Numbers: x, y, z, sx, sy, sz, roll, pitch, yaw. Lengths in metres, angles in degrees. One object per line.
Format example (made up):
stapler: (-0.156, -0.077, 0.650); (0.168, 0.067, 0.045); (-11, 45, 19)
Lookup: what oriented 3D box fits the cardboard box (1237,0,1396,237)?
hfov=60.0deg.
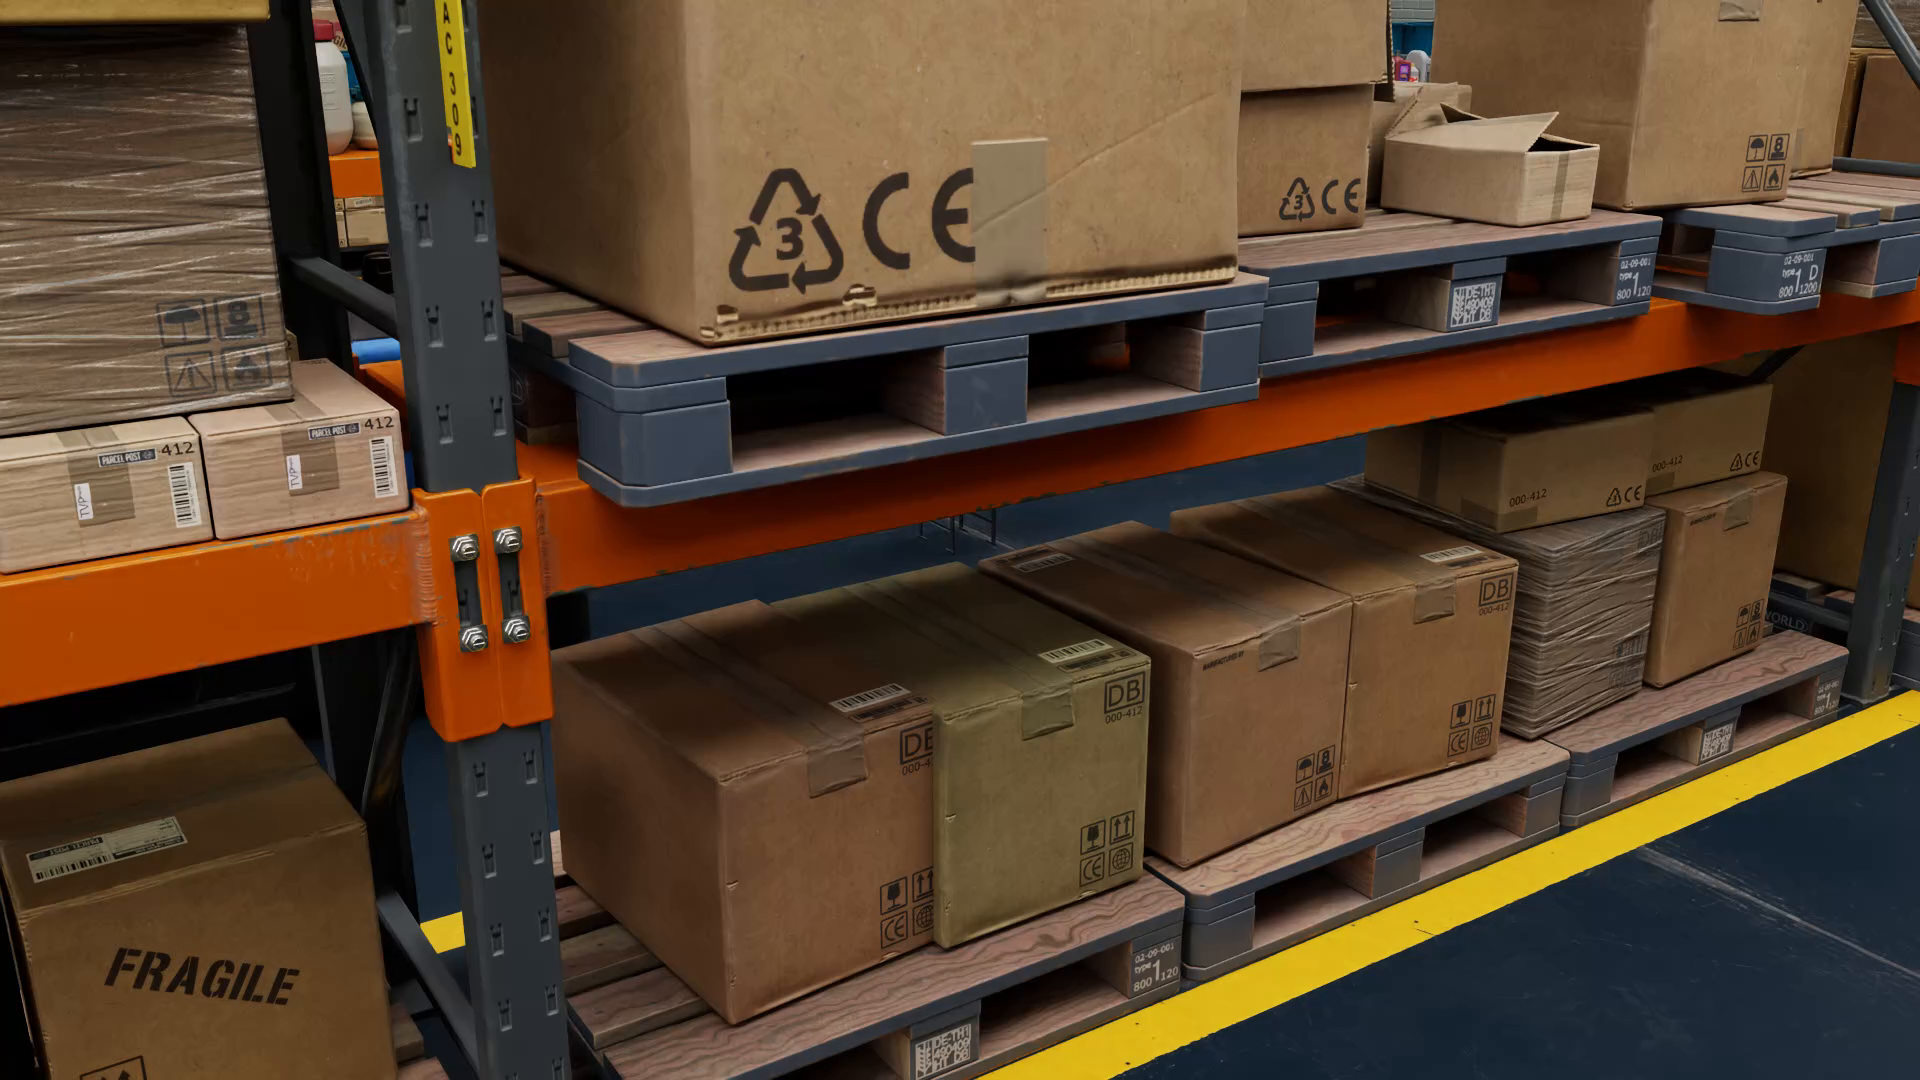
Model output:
cardboard box: (0.447, -0.952, 3.560); (0.637, 0.503, 0.797); (-9, 21, -26)

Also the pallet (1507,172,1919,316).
pallet: (1.854, -0.834, 4.327); (1.003, 0.211, 1.213); (-12, 22, -31)

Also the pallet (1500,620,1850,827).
pallet: (1.737, 0.380, 4.792); (1.213, 0.211, 1.003); (-12, 22, -31)

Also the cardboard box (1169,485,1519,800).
cardboard box: (0.916, 0.223, 4.117); (0.500, 0.500, 0.700); (-10, 21, -27)

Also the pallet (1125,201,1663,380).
pallet: (0.760, -0.628, 3.719); (1.213, 0.211, 1.003); (-12, 22, -31)

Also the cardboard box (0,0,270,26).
cardboard box: (-1.175, -0.883, 1.992); (0.500, 0.500, 0.500); (-12, 22, -31)

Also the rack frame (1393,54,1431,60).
rack frame: (3.007, -3.108, 10.754); (0.127, 3.000, 1.000); (-12, 22, -31)

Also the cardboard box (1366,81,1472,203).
cardboard box: (0.864, -0.973, 4.017); (0.500, 0.250, 0.500); (-13, 22, -33)

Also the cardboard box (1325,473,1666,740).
cardboard box: (1.386, 0.122, 4.417); (0.500, 0.500, 0.700); (-14, 23, -36)

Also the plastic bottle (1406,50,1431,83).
plastic bottle: (2.856, -2.893, 10.313); (0.135, 0.276, 0.152); (-12, 22, -31)

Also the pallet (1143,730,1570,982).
pallet: (0.719, 0.593, 4.160); (1.213, 0.211, 1.003); (-12, 22, -31)

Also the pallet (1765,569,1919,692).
pallet: (3.090, 0.124, 5.549); (1.213, 0.211, 1.003); (-12, 22, -31)

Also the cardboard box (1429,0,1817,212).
cardboard box: (1.550, -1.094, 3.985); (0.500, 0.500, 0.700); (-8, 20, -23)

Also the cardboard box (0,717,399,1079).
cardboard box: (-1.306, 0.671, 2.824); (0.500, 0.500, 0.500); (-13, 22, -33)

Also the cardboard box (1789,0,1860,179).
cardboard box: (1.961, -1.219, 4.355); (0.500, 0.500, 0.500); (-15, 24, -38)

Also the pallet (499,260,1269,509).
pallet: (-0.232, -0.379, 2.981); (1.213, 0.211, 1.003); (-12, 22, -31)

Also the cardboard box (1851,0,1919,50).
cardboard box: (3.010, -1.726, 4.943); (0.637, 0.503, 0.797); (-11, 22, -30)

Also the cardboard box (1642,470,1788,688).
cardboard box: (1.842, 0.021, 4.717); (0.500, 0.500, 0.700); (-13, 23, -34)

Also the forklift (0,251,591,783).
forklift: (-2.646, -0.870, 4.243); (3.031, 2.935, 1.130); (-11, 22, -30)

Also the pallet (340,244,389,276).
pallet: (-4.782, -2.060, 12.008); (1.213, 0.211, 1.003); (-12, 22, -31)

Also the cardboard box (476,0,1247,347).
cardboard box: (-0.210, -0.960, 2.807); (1.000, 1.000, 1.000); (-12, 22, -31)

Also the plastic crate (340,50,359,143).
plastic crate: (-2.924, -1.969, 7.410); (0.575, 0.384, 0.392); (-12, 22, -31)

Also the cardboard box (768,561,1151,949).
cardboard box: (-0.017, 0.420, 3.534); (0.500, 0.500, 0.700); (-12, 22, -32)

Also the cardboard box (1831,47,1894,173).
cardboard box: (2.666, -1.279, 5.189); (0.500, 0.500, 0.500); (-11, 22, -30)

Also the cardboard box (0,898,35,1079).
cardboard box: (-1.781, 0.774, 2.519); (0.500, 0.500, 0.500); (-5, 19, -14)

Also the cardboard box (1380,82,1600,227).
cardboard box: (1.146, -0.848, 3.623); (0.258, 0.266, 0.396); (-13, 22, -33)

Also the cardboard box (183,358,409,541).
cardboard box: (-0.968, -0.139, 2.363); (0.250, 0.149, 0.380); (-12, 22, -31)

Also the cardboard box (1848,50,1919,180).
cardboard box: (2.946, -1.139, 4.774); (0.500, 0.500, 0.500); (-11, 22, -30)

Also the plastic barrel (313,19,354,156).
plastic barrel: (-2.755, -1.873, 6.889); (0.433, 0.535, 0.433); (0, 19, 0)

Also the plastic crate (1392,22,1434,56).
plastic crate: (3.209, -3.302, 11.260); (0.575, 0.384, 0.392); (-12, 22, -31)

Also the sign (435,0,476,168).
sign: (-0.646, -0.640, 2.104); (0.005, 0.325, 0.100); (-12, 22, -31)

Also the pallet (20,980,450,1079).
pallet: (-1.492, 1.075, 2.736); (1.213, 0.211, 1.003); (-12, 22, -31)

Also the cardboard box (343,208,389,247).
cardboard box: (-4.210, -2.288, 11.966); (0.500, 0.250, 0.500); (-11, 22, -30)

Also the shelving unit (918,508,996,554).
shelving unit: (-0.012, -0.566, 6.045); (0.189, 1.200, 0.258); (-12, 22, -31)

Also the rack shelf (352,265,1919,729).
rack shelf: (0.720, -0.385, 3.825); (4.000, 0.370, 1.077); (-12, 22, -31)

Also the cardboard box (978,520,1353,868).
cardboard box: (0.450, 0.322, 3.826); (0.500, 0.500, 0.700); (-14, 23, -36)

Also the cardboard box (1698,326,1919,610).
cardboard box: (2.978, -0.387, 5.368); (0.875, 0.875, 1.225); (-13, 23, -34)

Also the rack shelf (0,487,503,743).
rack shelf: (-2.621, 0.319, 1.741); (4.000, 0.370, 1.077); (-12, 22, -31)

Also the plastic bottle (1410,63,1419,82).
plastic bottle: (2.774, -2.830, 10.243); (0.097, 0.201, 0.097); (0, 19, 0)

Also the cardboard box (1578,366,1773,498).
cardboard box: (1.847, -0.332, 4.589); (0.500, 0.250, 0.500); (-11, 22, -29)

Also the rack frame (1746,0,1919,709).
rack frame: (2.390, -1.079, 4.752); (0.127, 3.000, 1.000); (-12, 22, -31)

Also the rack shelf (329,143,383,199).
rack shelf: (-2.004, -1.710, 7.743); (4.000, 0.370, 1.077); (-12, 22, -31)

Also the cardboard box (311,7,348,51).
cardboard box: (-4.447, -3.476, 11.688); (0.500, 0.500, 0.500); (-13, 23, -34)

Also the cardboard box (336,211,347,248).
cardboard box: (-4.638, -2.197, 11.696); (0.500, 0.250, 0.500); (-11, 22, -30)

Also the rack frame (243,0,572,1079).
rack frame: (-0.950, -0.374, 2.668); (0.127, 3.000, 1.000); (-12, 22, -31)

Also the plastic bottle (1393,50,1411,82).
plastic bottle: (2.688, -2.844, 10.155); (0.133, 0.283, 0.061); (-12, 22, -31)

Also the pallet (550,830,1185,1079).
pallet: (-0.301, 0.809, 3.521); (1.213, 0.211, 1.003); (-12, 22, -31)

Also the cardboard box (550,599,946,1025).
cardboard box: (-0.426, 0.499, 3.300); (0.500, 0.500, 0.700); (-14, 23, -36)

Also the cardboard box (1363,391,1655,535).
cardboard box: (1.410, -0.236, 4.304); (0.500, 0.250, 0.500); (-9, 21, -25)

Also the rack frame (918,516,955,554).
rack frame: (-0.089, -0.550, 5.997); (0.006, 1.200, 0.240); (-12, 22, -31)

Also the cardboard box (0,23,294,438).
cardboard box: (-1.360, -0.500, 2.418); (0.500, 0.500, 0.875); (-12, 22, -31)

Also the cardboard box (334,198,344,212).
cardboard box: (-4.630, -2.464, 11.611); (0.500, 0.311, 0.500); (-11, 22, -30)

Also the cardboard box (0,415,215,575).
cardboard box: (-1.182, -0.097, 2.240); (0.250, 0.149, 0.380); (-12, 22, -31)

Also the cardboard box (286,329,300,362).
cardboard box: (-1.295, -0.298, 2.834); (0.250, 0.149, 0.380); (-12, 22, -31)

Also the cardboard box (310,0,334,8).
cardboard box: (-6.169, -5.224, 16.169); (0.500, 0.500, 0.700); (-15, 24, -38)

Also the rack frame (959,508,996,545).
rack frame: (0.064, -0.582, 6.093); (0.006, 1.200, 0.240); (-12, 22, -31)

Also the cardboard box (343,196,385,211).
cardboard box: (-4.210, -2.551, 11.870); (0.500, 0.311, 0.500); (-12, 22, -32)

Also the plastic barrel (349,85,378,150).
plastic barrel: (-2.485, -1.825, 7.177); (0.301, 0.262, 0.301); (0, 19, 0)
